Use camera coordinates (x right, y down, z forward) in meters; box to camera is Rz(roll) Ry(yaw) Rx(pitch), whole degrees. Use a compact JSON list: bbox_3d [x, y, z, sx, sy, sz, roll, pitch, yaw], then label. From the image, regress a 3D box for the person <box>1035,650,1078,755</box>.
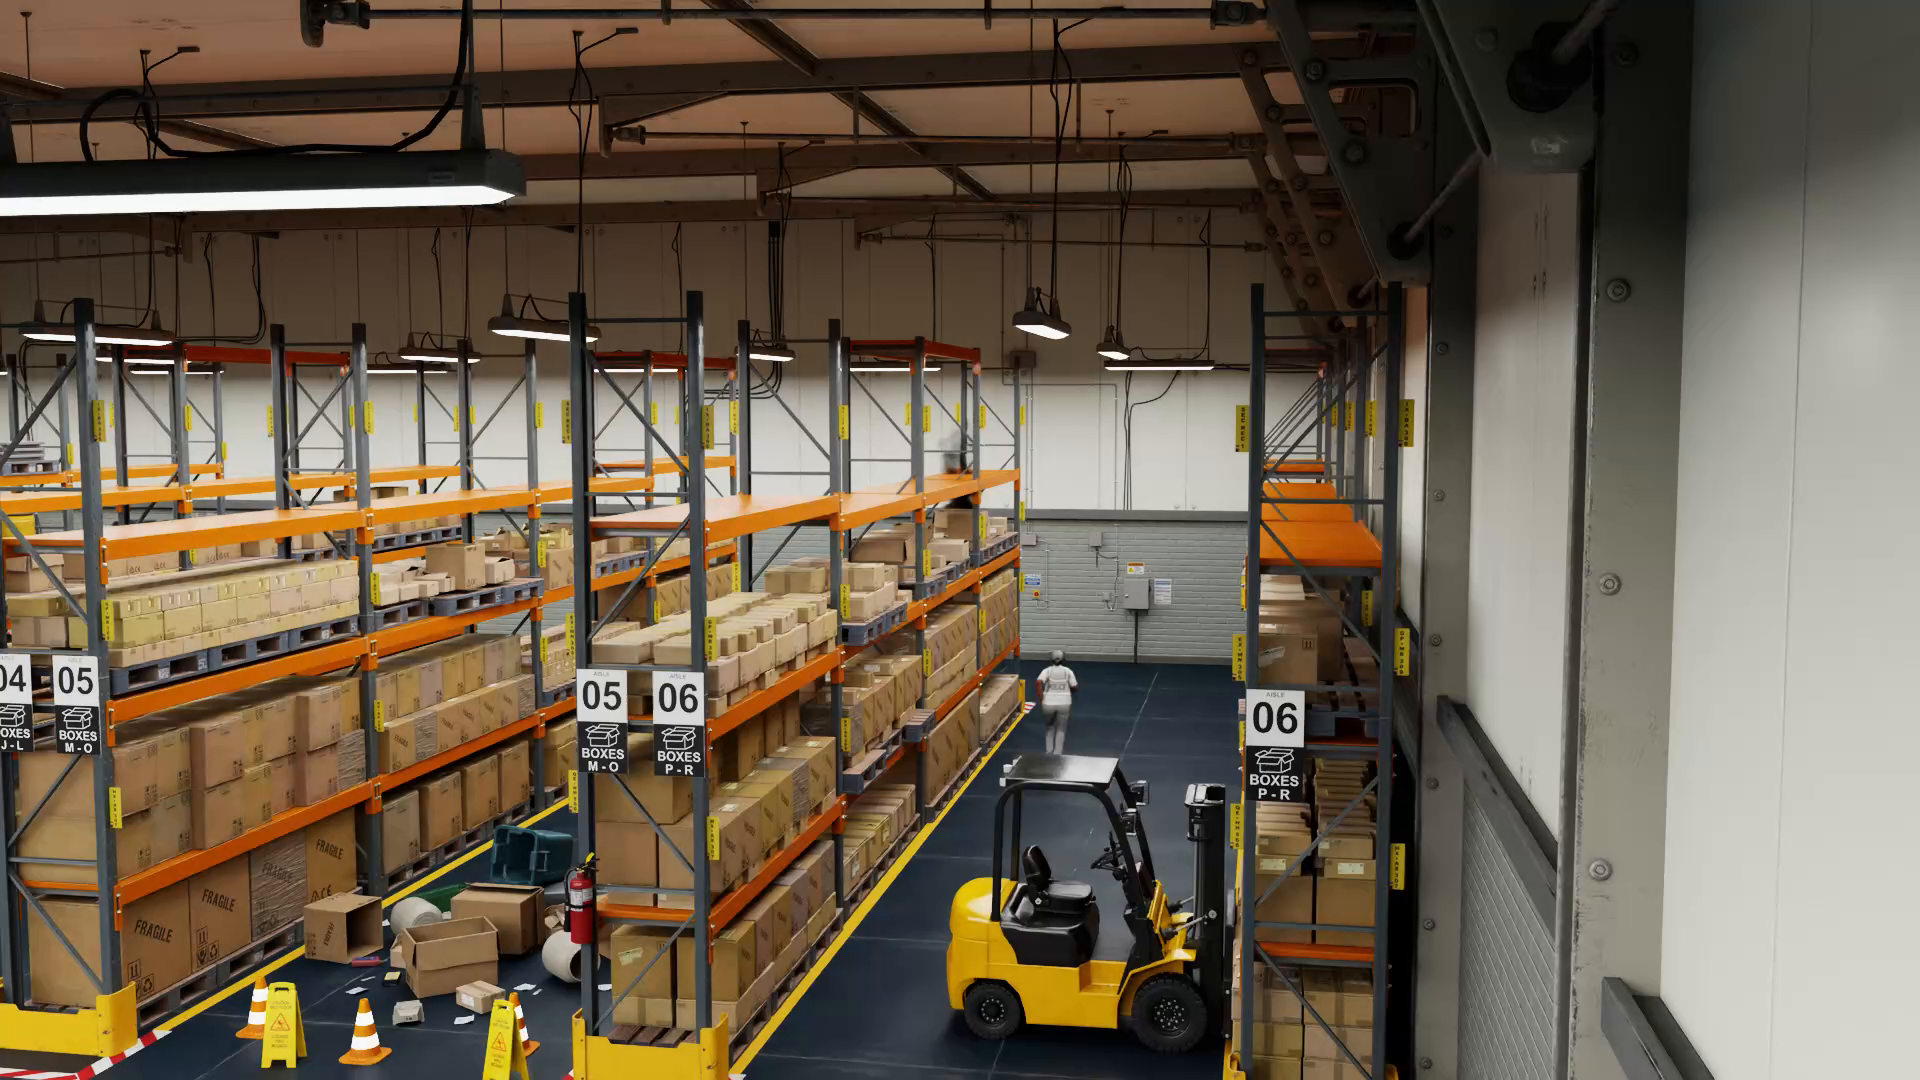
[{"bbox_3d":[1.393,2.430,23.848,0.589,1.713,0.735,1,5,10],"label":"person"}]
